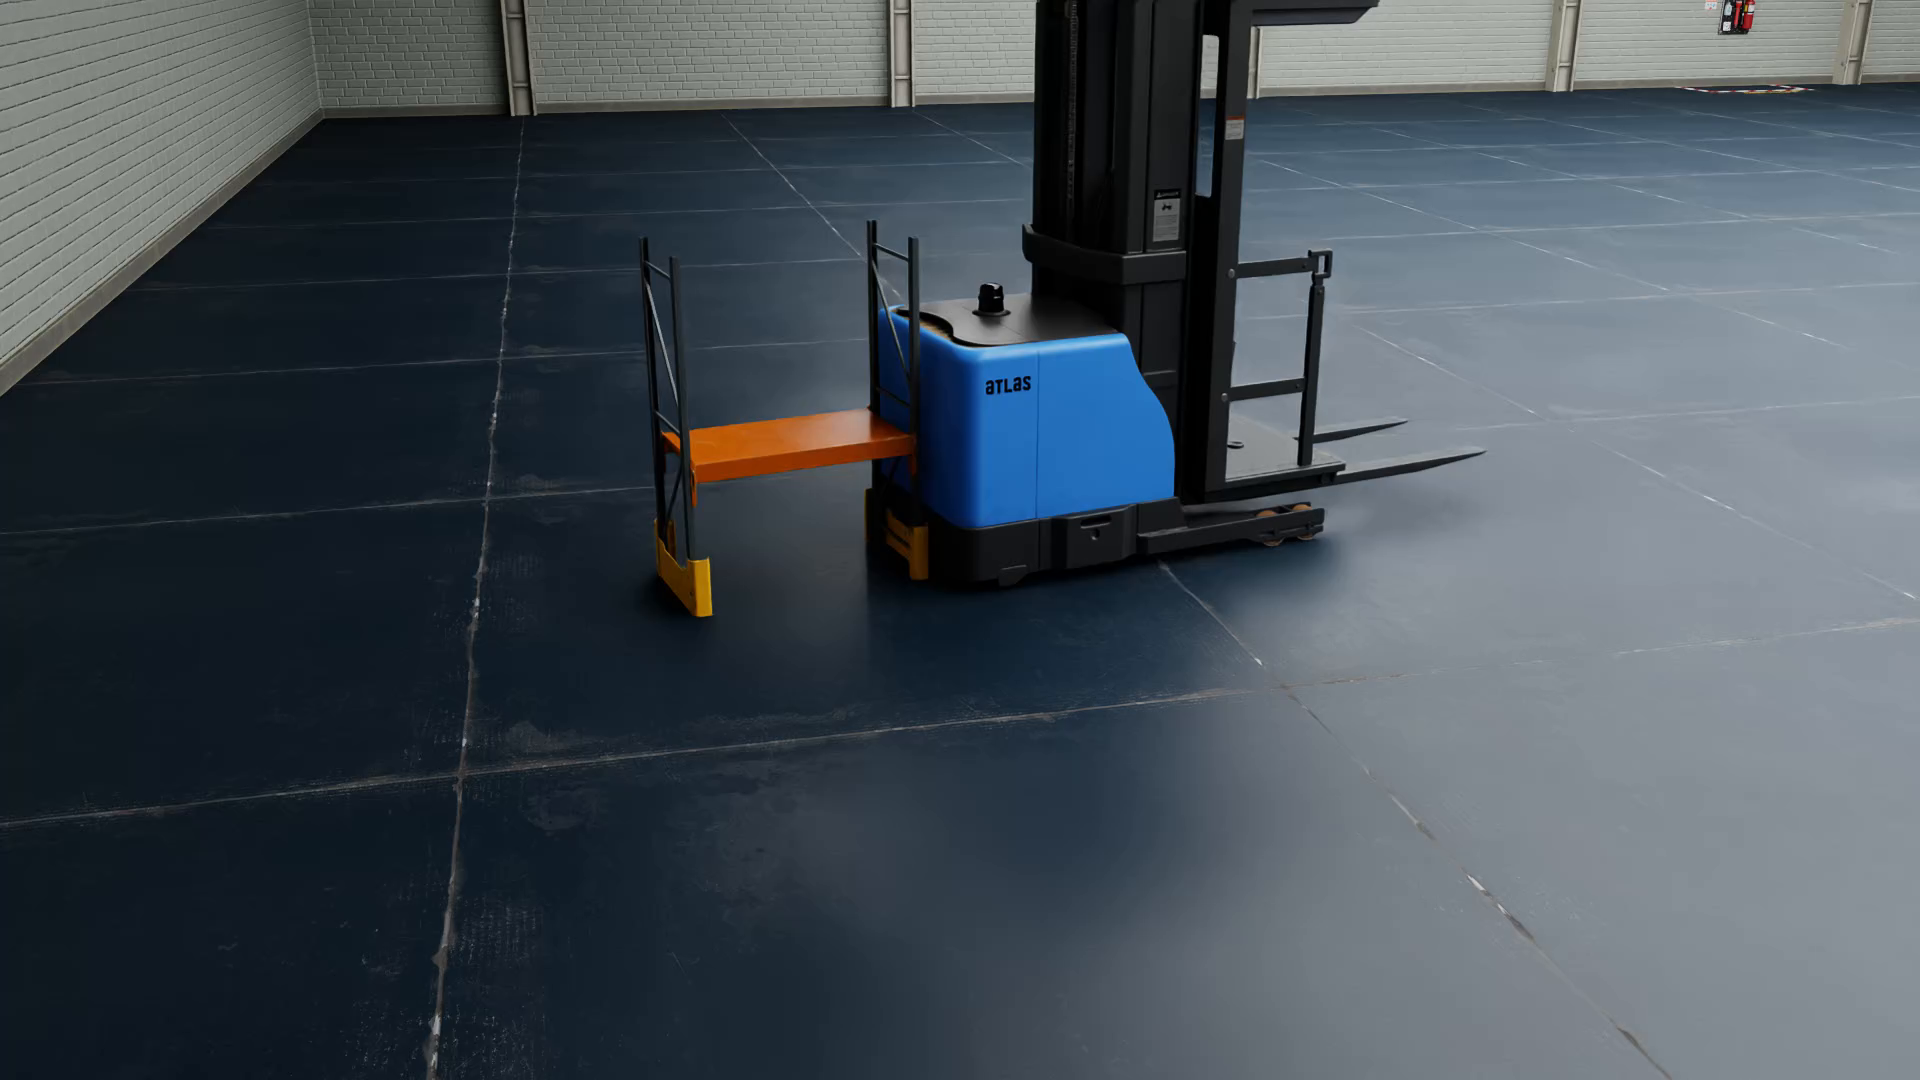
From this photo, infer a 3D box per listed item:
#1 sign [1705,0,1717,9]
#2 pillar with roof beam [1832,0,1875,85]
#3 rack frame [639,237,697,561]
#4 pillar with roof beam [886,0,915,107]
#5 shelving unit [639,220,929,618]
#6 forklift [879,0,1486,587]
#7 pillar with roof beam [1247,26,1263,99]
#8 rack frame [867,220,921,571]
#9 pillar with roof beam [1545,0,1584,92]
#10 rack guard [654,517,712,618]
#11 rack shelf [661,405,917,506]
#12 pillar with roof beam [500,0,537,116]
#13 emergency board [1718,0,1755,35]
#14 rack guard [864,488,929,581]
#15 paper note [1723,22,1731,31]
[{"bbox_3d":[13.585,-9.762,30.050,0.234,0.329,0.001,-5,21,-12],"label":"sign"},{"bbox_3d":[17.551,-11.313,25.615,0.400,9.000,9.100,-5,21,-12],"label":"pillar with roof beam"},{"bbox_3d":[-1.209,-0.472,6.922,0.032,1.500,0.500,-9,22,-23],"label":"rack frame"},{"bbox_3d":[0.034,-9.888,21.726,0.400,9.000,9.100,-5,21,-12],"label":"pillar with roof beam"},{"bbox_3d":[-0.741,-0.547,7.128,1.083,1.500,0.587,-9,22,-23],"label":"shelving unit"},{"bbox_3d":[1.148,-1.500,7.649,3.031,2.935,1.130,-9,22,-23],"label":"forklift"},{"bbox_3d":[5.873,-10.363,23.022,0.400,9.000,9.100,-5,21,-12],"label":"pillar with roof beam"},{"bbox_3d":[-0.288,-0.620,7.327,0.032,1.500,0.500,-9,22,-23],"label":"rack frame"},{"bbox_3d":[11.712,-10.838,24.319,0.400,9.000,9.100,-5,21,-12],"label":"pillar with roof beam"},{"bbox_3d":[-1.192,0.112,7.145,0.087,0.250,0.587,-9,22,-23],"label":"rack guard"},{"bbox_3d":[-0.749,-0.377,7.186,1.000,0.185,0.538,-9,22,-23],"label":"rack shelf"},{"bbox_3d":[-5.805,-9.413,20.429,0.400,9.000,9.100,-5,21,-12],"label":"pillar with roof beam"},{"bbox_3d":[14.147,-9.754,30.082,0.643,1.169,0.194,-5,21,-12],"label":"emergency board"},{"bbox_3d":[-0.290,-0.033,7.541,0.087,0.250,0.587,-9,22,-23],"label":"rack guard"},{"bbox_3d":[13.959,-9.350,30.258,0.142,0.148,0.016,-5,21,-12],"label":"paper note"}]
